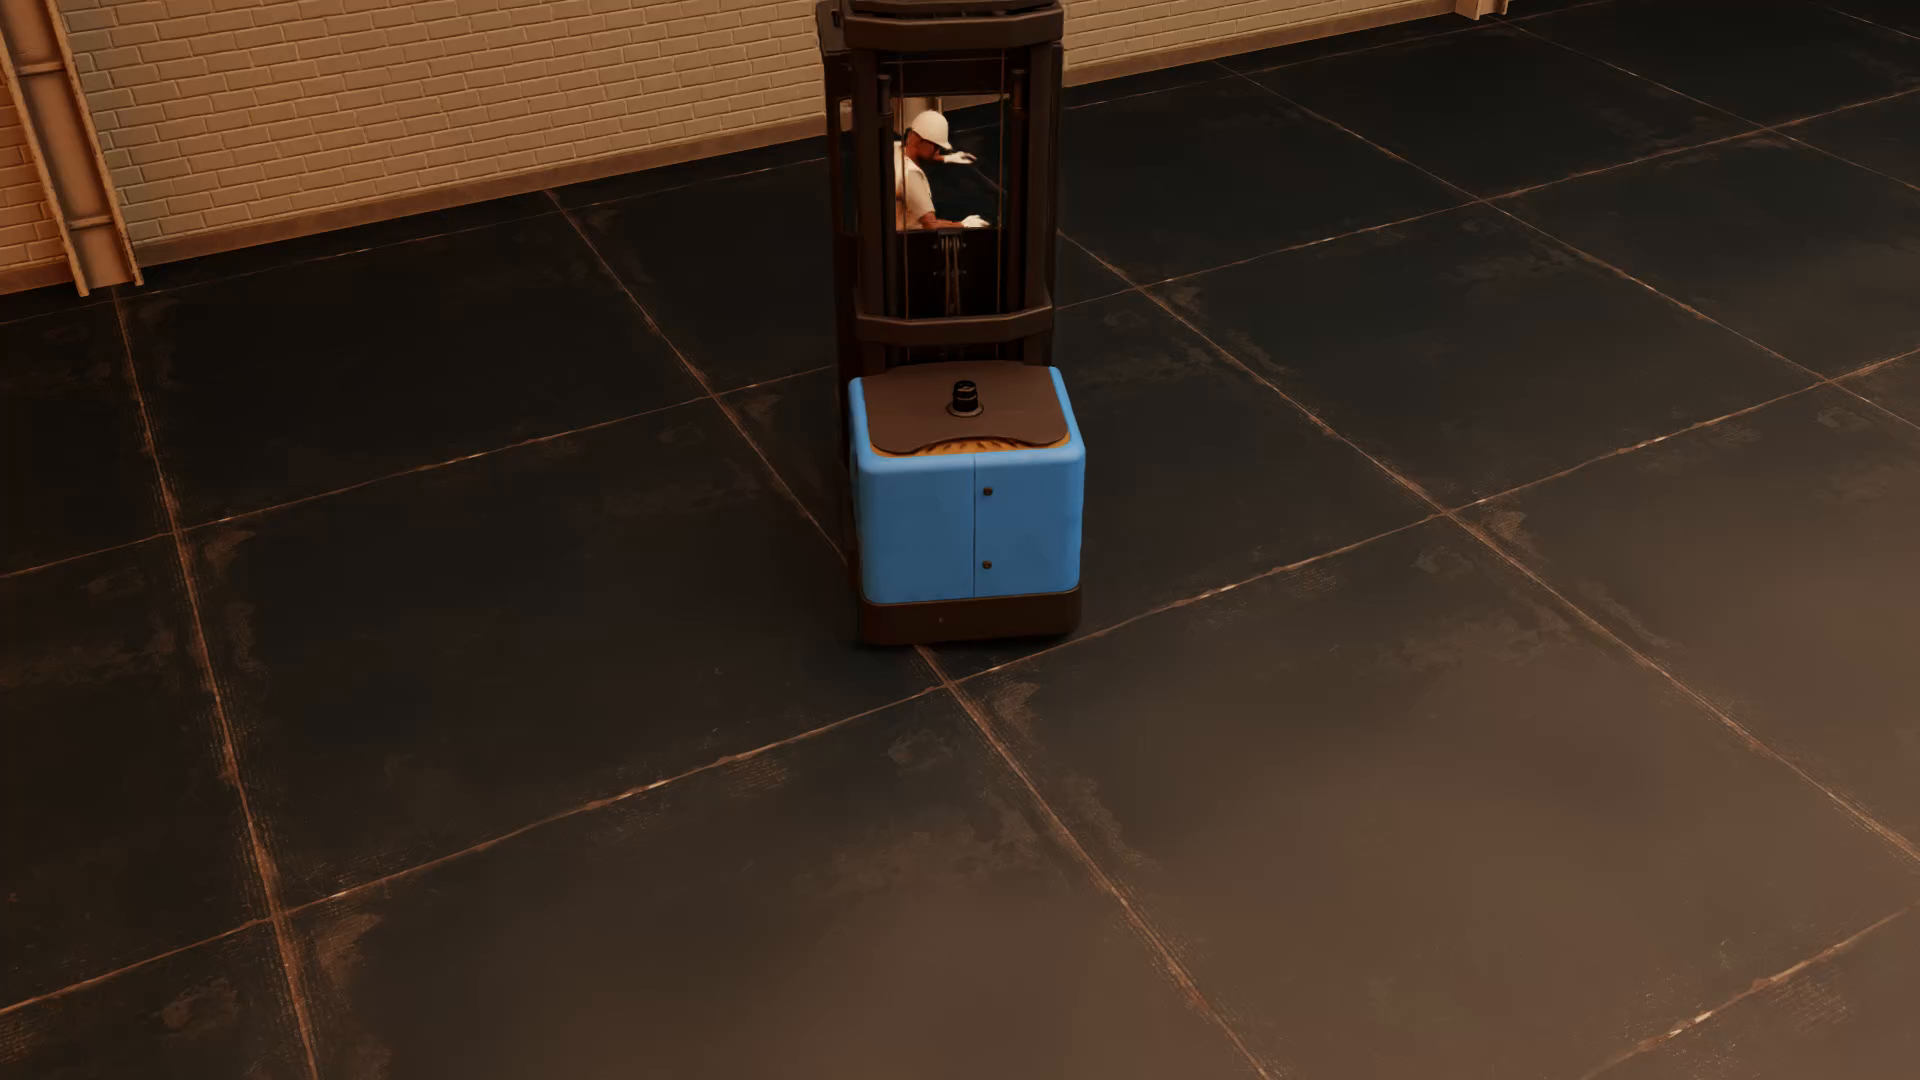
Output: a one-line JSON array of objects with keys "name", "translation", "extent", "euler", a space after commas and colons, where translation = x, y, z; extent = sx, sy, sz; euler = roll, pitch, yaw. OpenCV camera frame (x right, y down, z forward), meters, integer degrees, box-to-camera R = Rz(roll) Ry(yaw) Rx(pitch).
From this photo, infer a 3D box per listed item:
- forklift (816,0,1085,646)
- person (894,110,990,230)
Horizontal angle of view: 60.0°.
[{"name": "forklift", "translation": [-0.106, -1.535, 8.294], "extent": [1.130, 2.935, 3.031], "euler": [-4, 35, -5]}, {"name": "person", "translation": [-0.147, -1.833, 9.891], "extent": [0.771, 1.519, 1.308], "euler": [-6, 36, -9]}]
